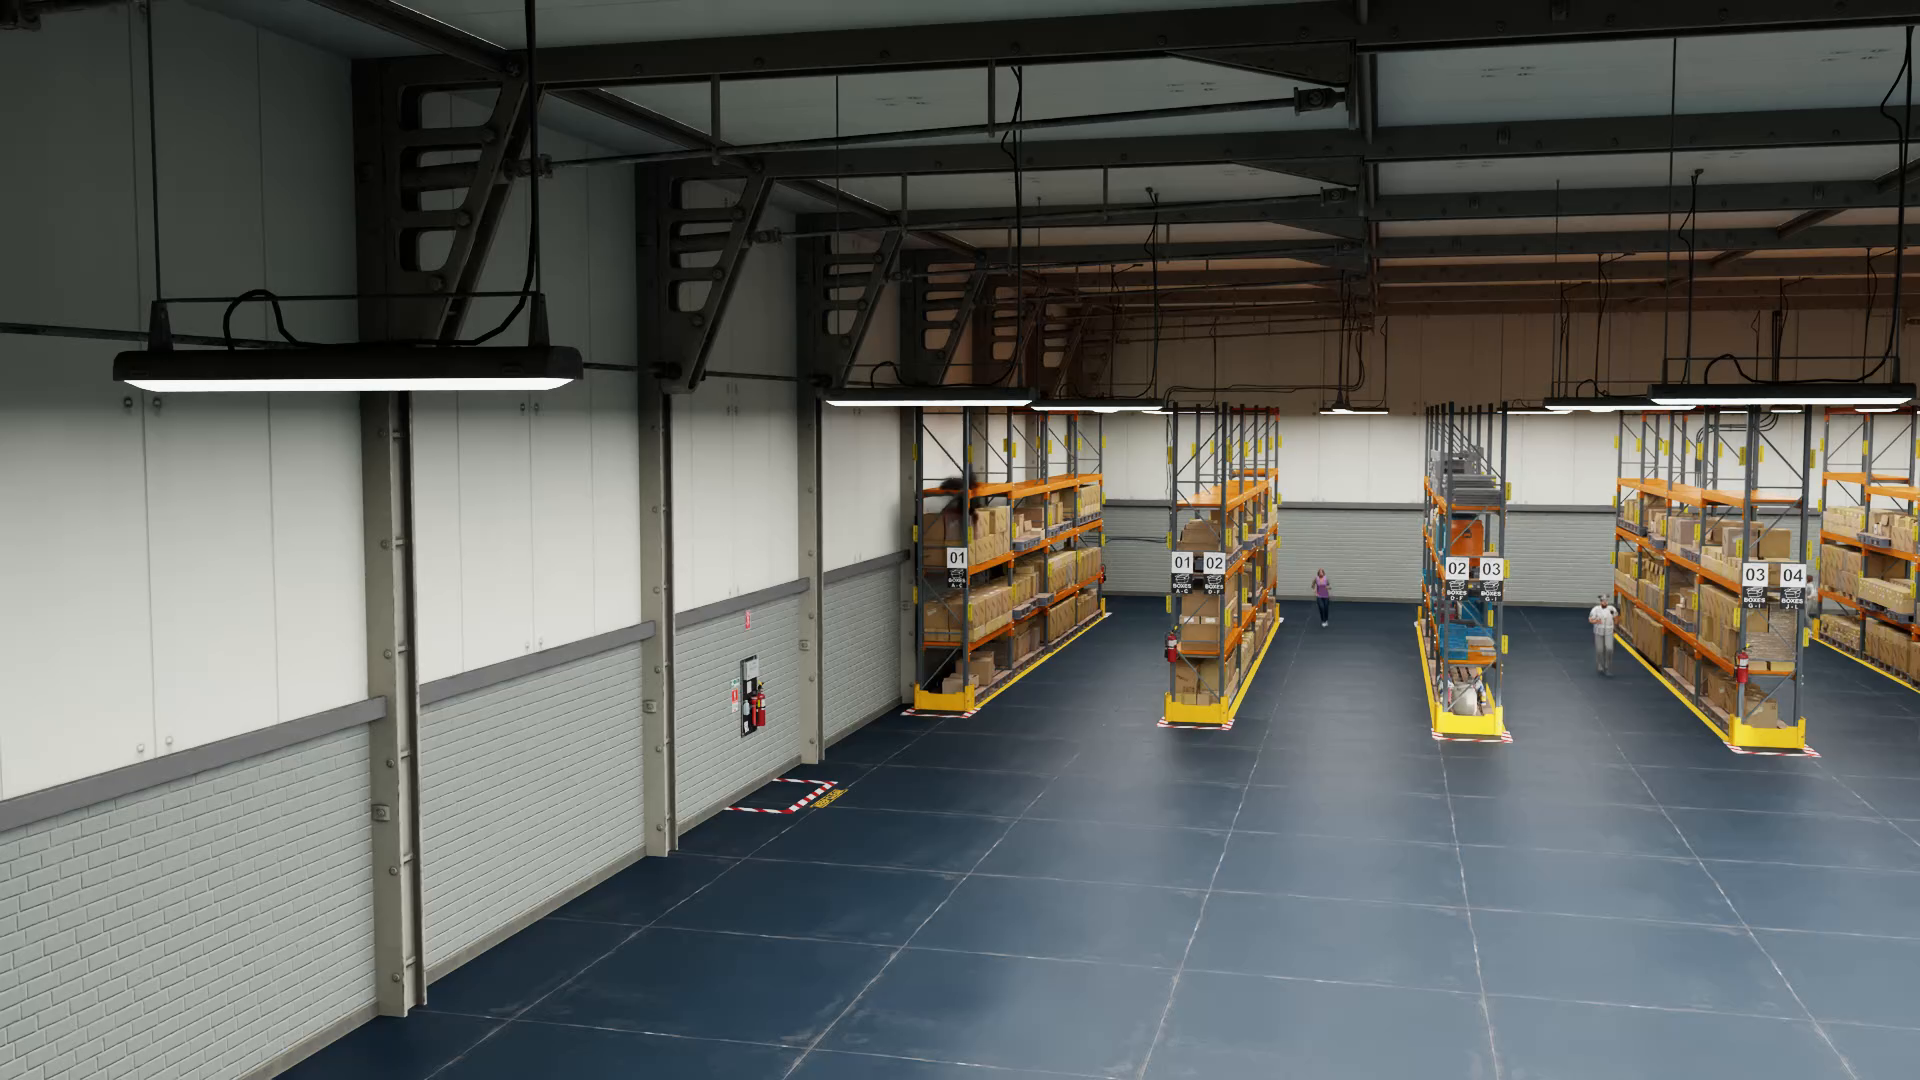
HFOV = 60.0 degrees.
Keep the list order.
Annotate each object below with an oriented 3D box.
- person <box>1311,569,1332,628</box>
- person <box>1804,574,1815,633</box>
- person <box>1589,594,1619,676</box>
[{"bbox_3d":[9.858,1.634,45.327,0.536,1.532,0.684,1,4,7],"label":"person"},{"bbox_3d":[22.441,1.684,44.073,0.491,1.562,0.545,0,4,2],"label":"person"},{"bbox_3d":[14.347,2.116,37.064,0.640,1.852,0.795,1,4,18],"label":"person"}]
